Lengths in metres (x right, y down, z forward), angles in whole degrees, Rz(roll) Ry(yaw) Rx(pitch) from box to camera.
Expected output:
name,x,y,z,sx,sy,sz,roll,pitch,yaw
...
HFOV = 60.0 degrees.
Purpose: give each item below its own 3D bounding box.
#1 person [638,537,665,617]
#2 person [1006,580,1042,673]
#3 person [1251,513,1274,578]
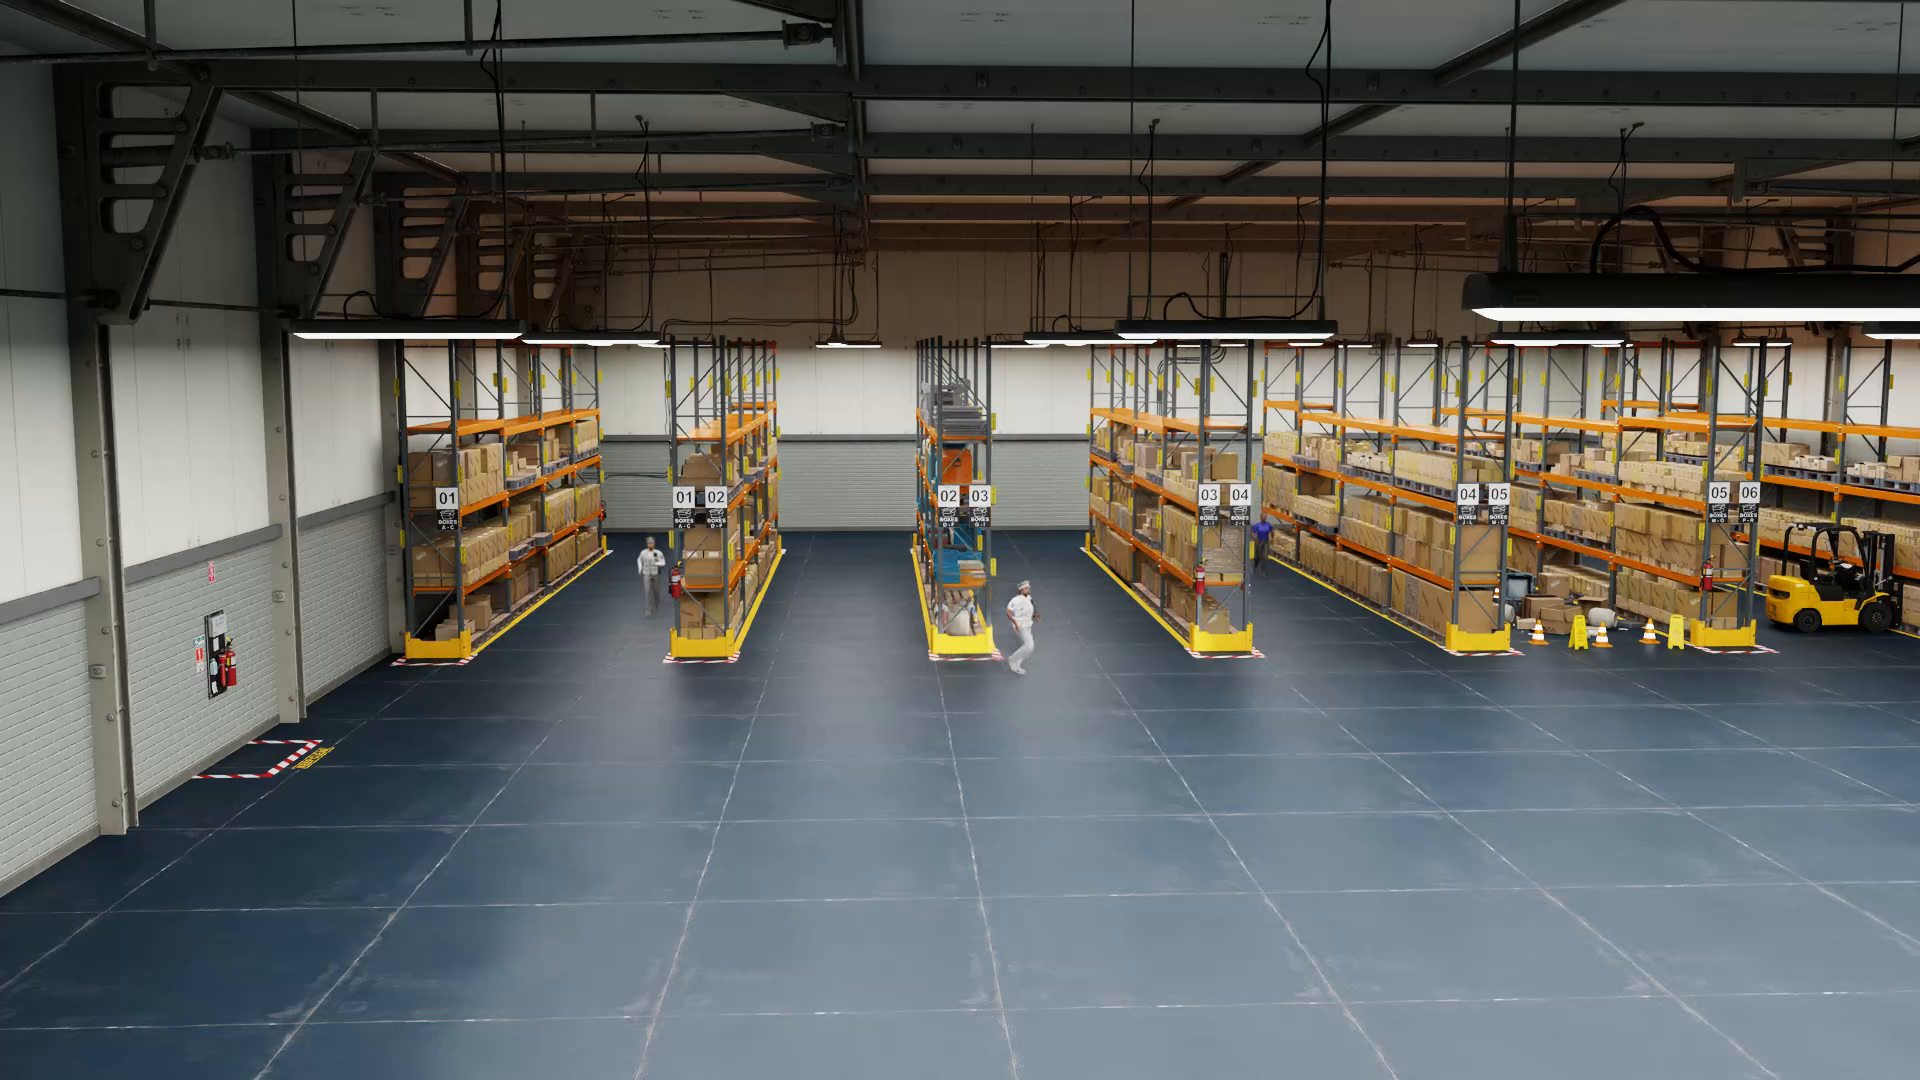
name,x,y,z,sx,sy,sz,roll,pitch,yaw
person,-6.700,0.764,36.093,0.611,1.681,0.921,-1,7,-6
person,1.170,1.544,29.562,0.564,1.664,0.561,4,8,34
person,7.710,0.124,42.360,0.601,1.628,0.636,0,7,-4
